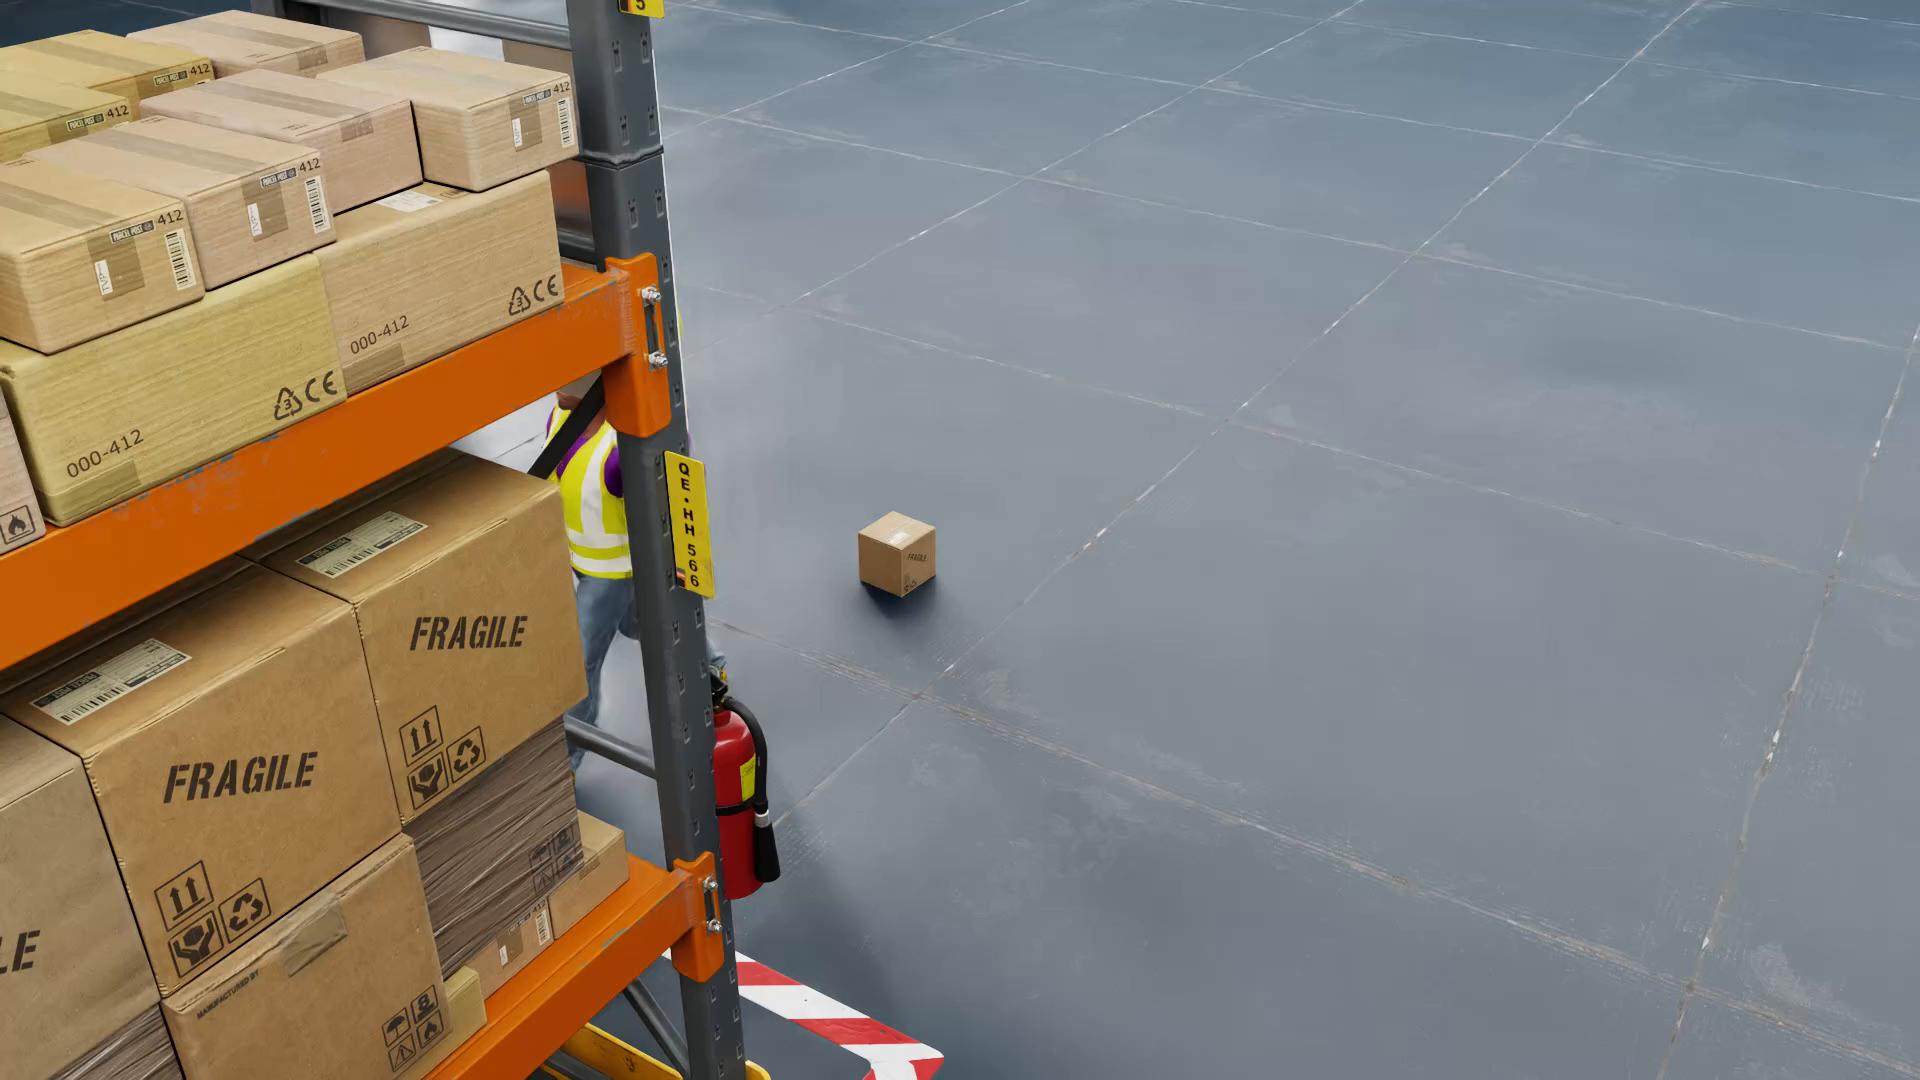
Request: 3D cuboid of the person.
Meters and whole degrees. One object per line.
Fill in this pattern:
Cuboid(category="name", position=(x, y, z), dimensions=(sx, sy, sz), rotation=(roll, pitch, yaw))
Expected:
Cuboid(category="person", position=(-1.338, 0.048, 6.030), dimensions=(1.047, 1.724, 0.613), rotation=(-22, 37, -33))
